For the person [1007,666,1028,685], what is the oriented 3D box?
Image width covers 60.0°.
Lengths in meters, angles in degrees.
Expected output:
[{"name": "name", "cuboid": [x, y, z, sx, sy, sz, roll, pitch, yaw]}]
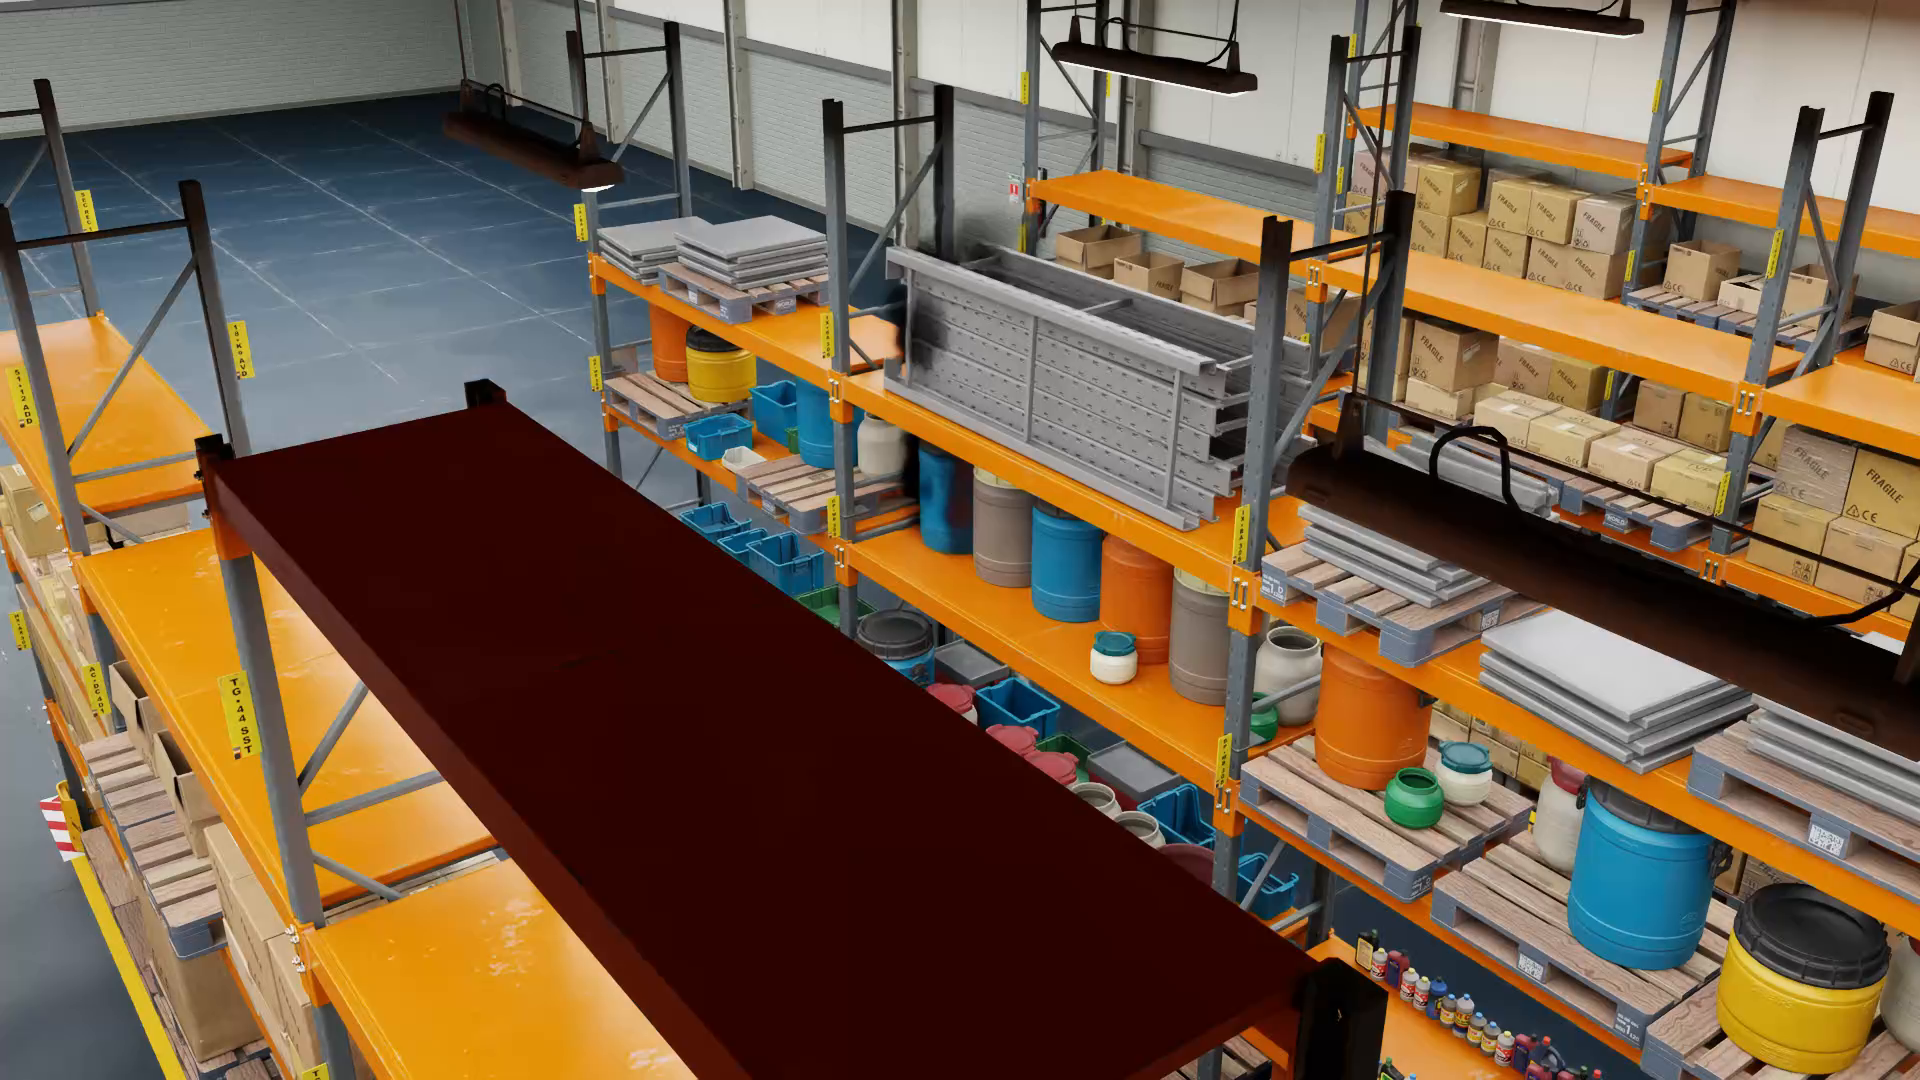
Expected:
[{"name": "person", "cuboid": [0.457, 0.835, 14.445, 0.671, 1.859, 0.712, -21, 32, -38]}]
